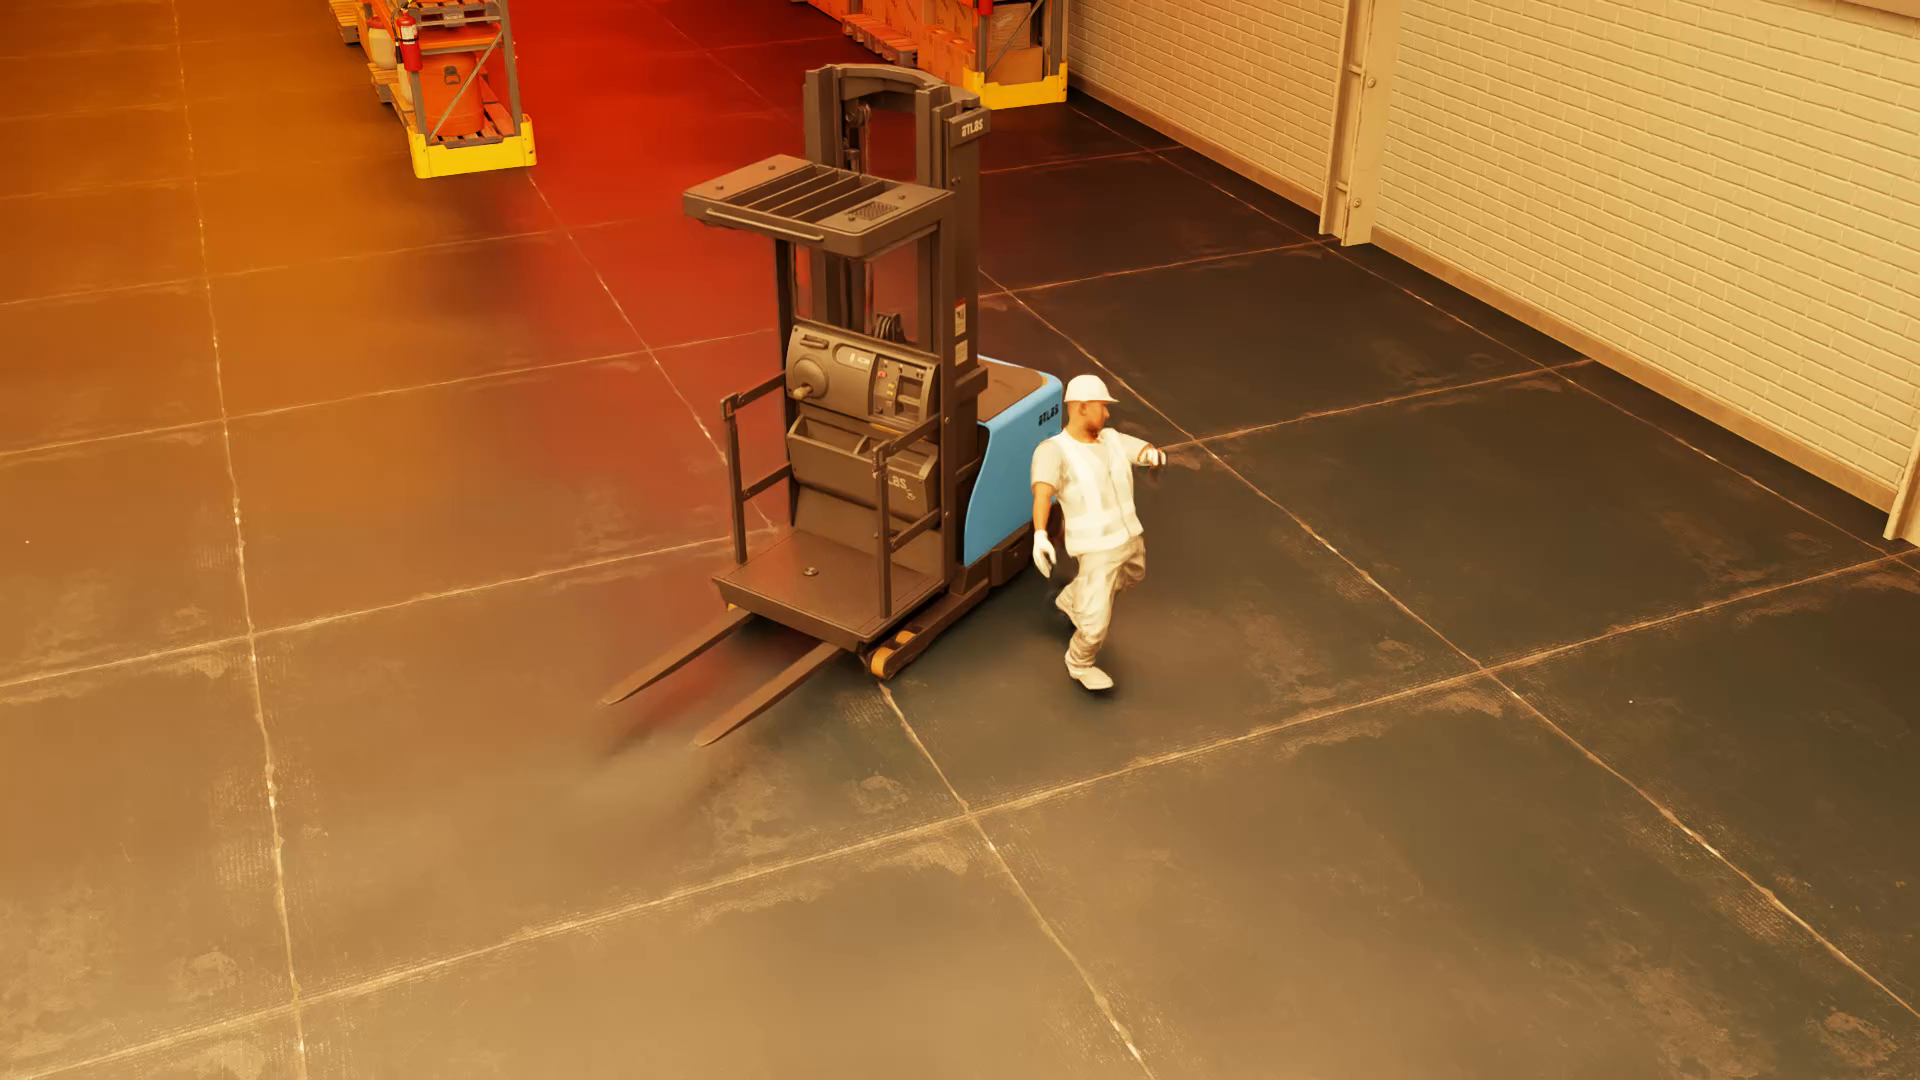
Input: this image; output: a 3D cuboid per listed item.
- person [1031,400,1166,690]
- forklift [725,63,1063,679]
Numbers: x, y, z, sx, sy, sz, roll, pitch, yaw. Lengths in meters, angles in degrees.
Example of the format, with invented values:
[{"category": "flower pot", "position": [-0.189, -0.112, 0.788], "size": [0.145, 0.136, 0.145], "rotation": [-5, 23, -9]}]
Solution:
[{"category": "person", "position": [0.634, 0.041, 8.411], "size": [0.806, 1.507, 0.985], "rotation": [20, 35, 30]}, {"category": "forklift", "position": [-0.644, -0.809, 8.535], "size": [1.130, 2.935, 3.031], "rotation": [19, 35, 30]}]
